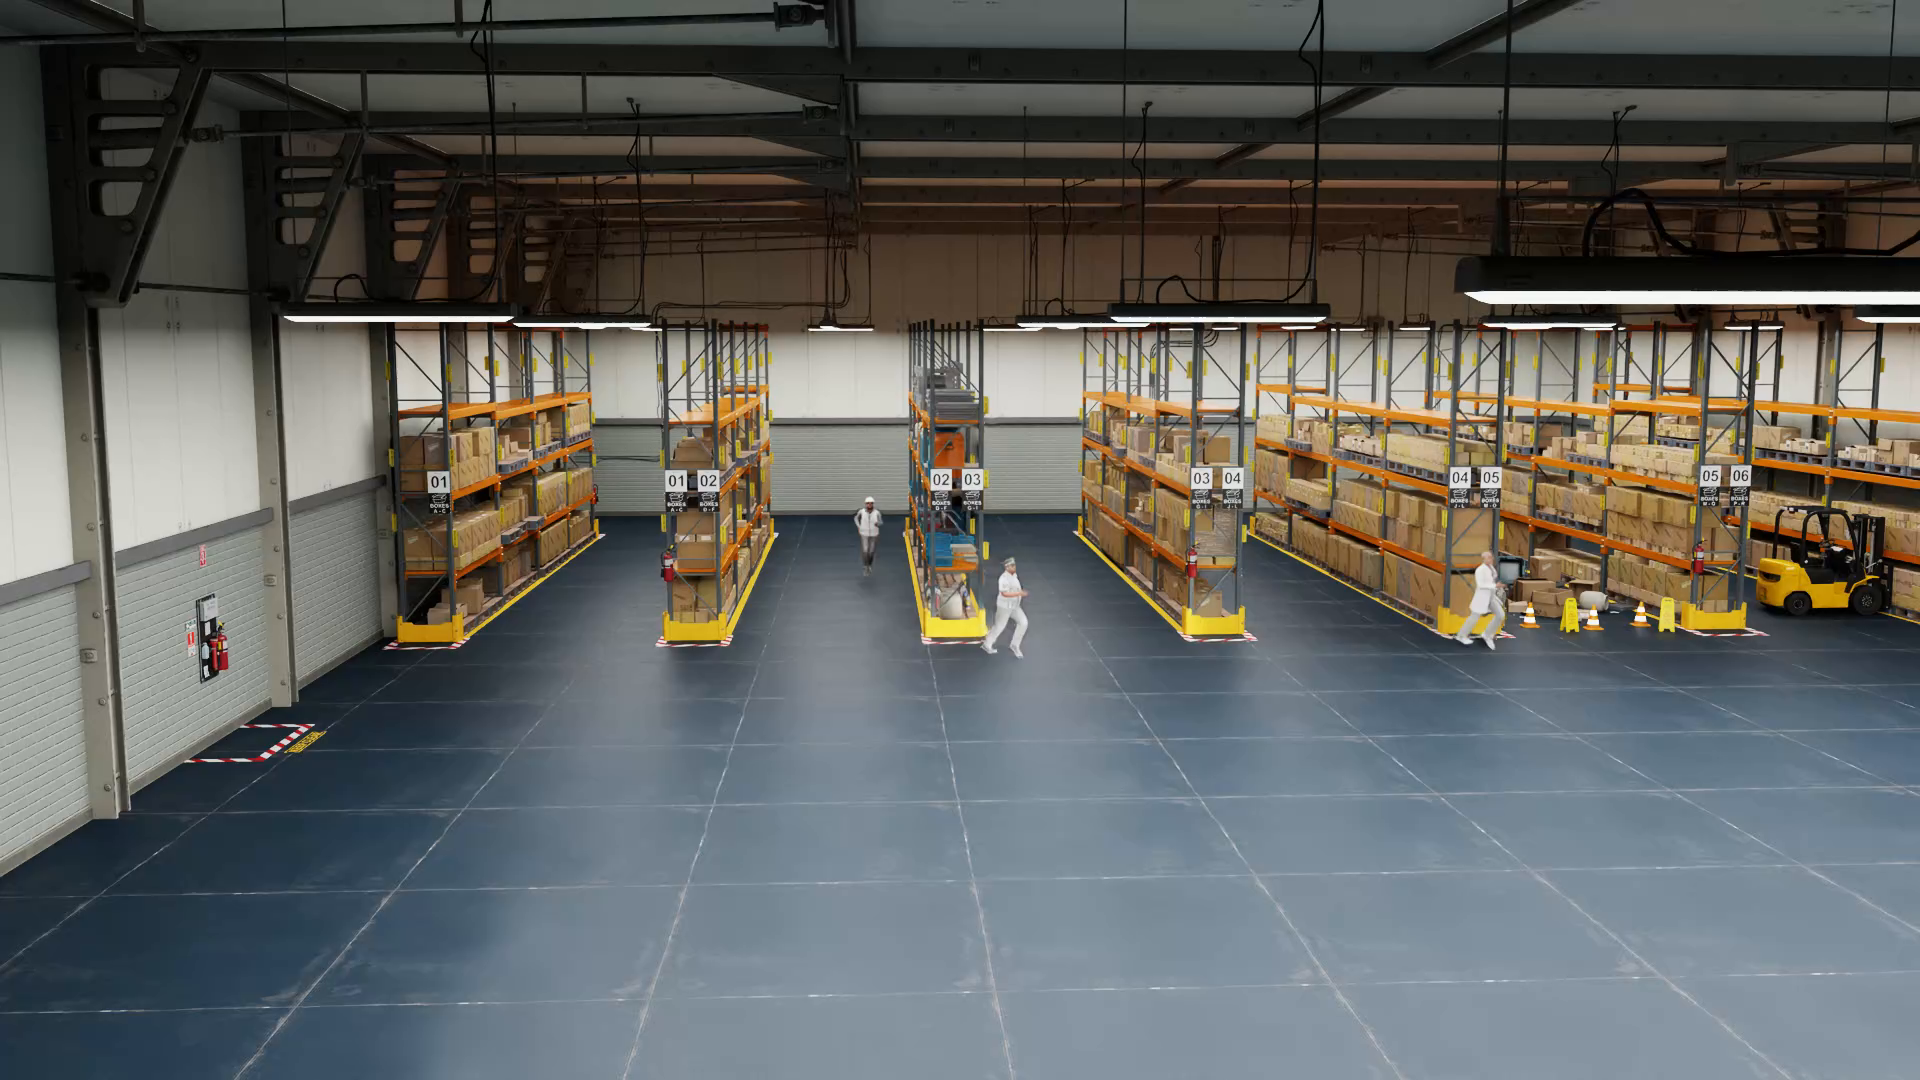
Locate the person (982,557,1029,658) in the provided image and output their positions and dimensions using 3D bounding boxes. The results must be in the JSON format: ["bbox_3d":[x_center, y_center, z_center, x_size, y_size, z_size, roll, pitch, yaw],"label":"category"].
[{"bbox_3d":[0.854,1.202,29.617,0.906,1.830,0.676,5,8,33],"label":"person"}]

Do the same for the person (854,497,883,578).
[{"bbox_3d":[-2.081,-0.077,38.208,0.638,1.843,0.781,-1,7,-11],"label":"person"}]

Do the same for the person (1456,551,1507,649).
[{"bbox_3d":[9.596,1.093,30.424,0.732,1.800,0.952,-6,9,-39],"label":"person"}]
